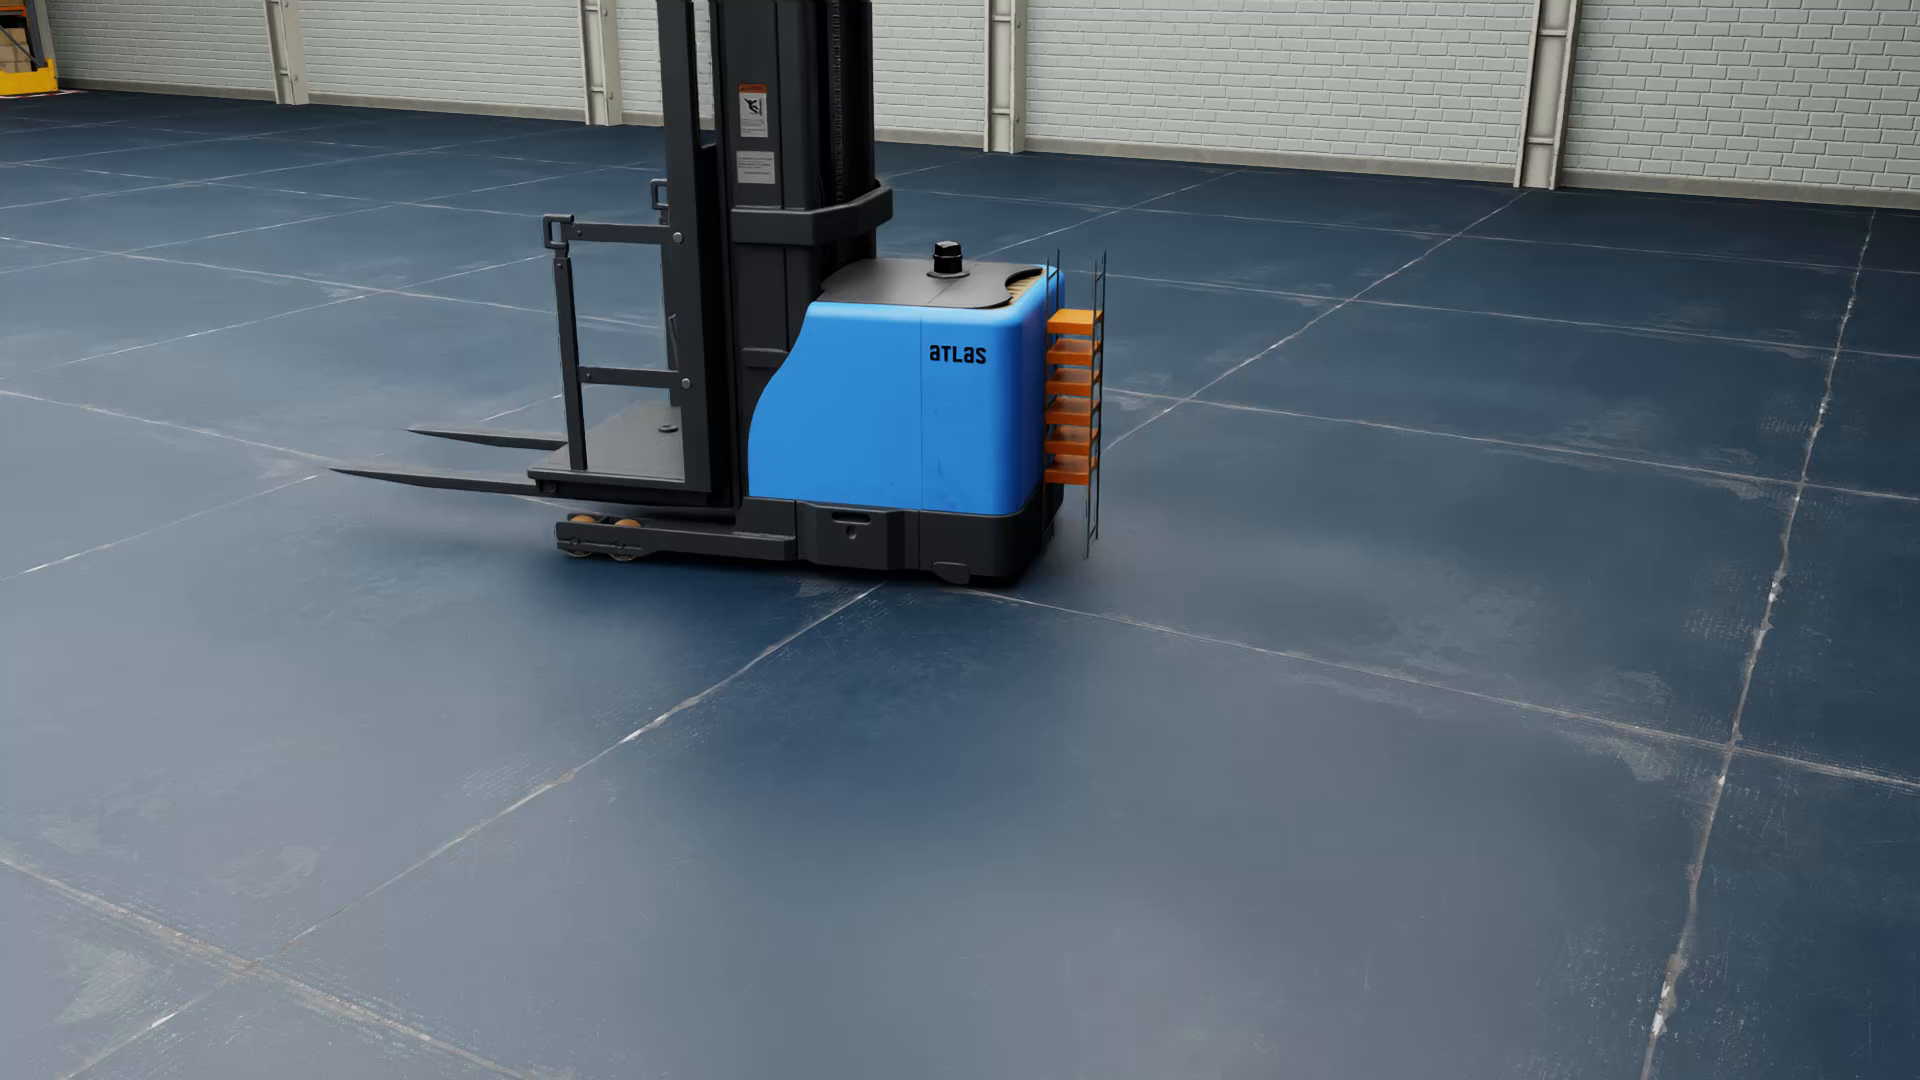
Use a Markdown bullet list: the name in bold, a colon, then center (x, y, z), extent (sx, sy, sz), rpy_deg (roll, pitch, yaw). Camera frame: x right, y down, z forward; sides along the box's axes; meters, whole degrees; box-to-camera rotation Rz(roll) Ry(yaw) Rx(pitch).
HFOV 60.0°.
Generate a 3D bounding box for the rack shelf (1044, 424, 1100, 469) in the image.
- **rack shelf**: center (0.447, -0.373, 6.617), extent (0.180, 0.103, 0.258), rpy_deg (5, 20, 13)

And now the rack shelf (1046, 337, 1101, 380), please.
- **rack shelf**: center (0.447, -0.712, 6.495), extent (0.180, 0.103, 0.258), rpy_deg (5, 20, 13)

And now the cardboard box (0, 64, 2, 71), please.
- **cardboard box**: center (-15.591, -7.436, 26.382), extent (0.500, 0.250, 0.500), rpy_deg (11, 23, 28)

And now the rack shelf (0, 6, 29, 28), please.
- **rack shelf**: center (-16.773, -8.541, 27.068), extent (4.000, 0.370, 1.077), rpy_deg (11, 23, 27)

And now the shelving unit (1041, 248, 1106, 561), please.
- **shelving unit**: center (0.447, -0.528, 6.561), extent (0.189, 1.200, 0.258), rpy_deg (5, 20, 13)

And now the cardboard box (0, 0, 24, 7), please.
- **cardboard box**: center (-15.324, -8.759, 26.467), extent (0.500, 0.500, 0.500), rpy_deg (12, 23, 29)

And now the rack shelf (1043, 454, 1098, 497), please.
- **rack shelf**: center (0.447, -0.261, 6.658), extent (0.180, 0.103, 0.258), rpy_deg (5, 20, 13)

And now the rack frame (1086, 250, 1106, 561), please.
- **rack frame**: center (0.536, -0.521, 6.541), extent (0.006, 1.200, 0.240), rpy_deg (5, 20, 13)

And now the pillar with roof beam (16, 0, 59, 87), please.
- **pillar with roof beam**: center (-17.295, -10.470, 22.532), extent (0.400, 9.000, 9.100), rpy_deg (11, 23, 27)

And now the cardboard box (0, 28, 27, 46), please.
- **cardboard box**: center (-15.354, -8.058, 26.631), extent (0.500, 0.250, 0.500), rpy_deg (10, 22, 26)

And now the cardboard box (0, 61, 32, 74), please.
- **cardboard box**: center (-15.360, -7.592, 26.812), extent (0.500, 0.250, 0.500), rpy_deg (11, 23, 28)

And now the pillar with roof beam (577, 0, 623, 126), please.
- **pillar with roof beam**: center (-6.819, -8.474, 17.030), extent (0.400, 9.000, 9.100), rpy_deg (11, 23, 27)

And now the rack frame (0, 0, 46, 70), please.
- **rack frame**: center (-15.027, -8.547, 26.029), extent (0.127, 3.000, 1.000), rpy_deg (11, 23, 27)

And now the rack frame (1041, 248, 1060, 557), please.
- **rack frame**: center (0.358, -0.536, 6.582), extent (0.006, 1.200, 0.240), rpy_deg (5, 20, 13)

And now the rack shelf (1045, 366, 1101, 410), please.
- **rack shelf**: center (0.447, -0.599, 6.536), extent (0.180, 0.103, 0.258), rpy_deg (5, 20, 13)

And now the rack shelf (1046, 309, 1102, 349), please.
- **rack shelf**: center (0.447, -0.825, 6.454), extent (0.180, 0.103, 0.258), rpy_deg (5, 20, 13)

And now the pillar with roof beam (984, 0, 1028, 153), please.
- **pillar with roof beam**: center (-1.580, -7.476, 14.279), extent (0.400, 9.000, 9.100), rpy_deg (11, 23, 27)

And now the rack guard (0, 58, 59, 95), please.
- **rack guard**: center (-15.006, -7.368, 26.444), extent (0.348, 0.500, 1.175), rpy_deg (11, 23, 27)

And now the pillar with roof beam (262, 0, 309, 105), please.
- **pillar with roof beam**: center (-12.057, -9.472, 19.781), extent (0.400, 9.000, 9.100), rpy_deg (11, 23, 27)

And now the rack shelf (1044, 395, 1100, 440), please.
- **rack shelf**: center (0.447, -0.486, 6.576), extent (0.180, 0.103, 0.258), rpy_deg (5, 20, 13)

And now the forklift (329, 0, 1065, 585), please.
- **forklift**: center (-1.130, -1.460, 6.592), extent (3.031, 2.935, 1.130), rpy_deg (5, 20, 13)

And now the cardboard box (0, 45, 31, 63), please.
- **cardboard box**: center (-15.336, -7.827, 26.727), extent (0.500, 0.250, 0.500), rpy_deg (11, 23, 28)

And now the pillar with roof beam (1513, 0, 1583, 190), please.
- **pillar with roof beam**: center (3.658, -6.479, 11.529), extent (0.400, 9.000, 9.100), rpy_deg (11, 23, 27)
